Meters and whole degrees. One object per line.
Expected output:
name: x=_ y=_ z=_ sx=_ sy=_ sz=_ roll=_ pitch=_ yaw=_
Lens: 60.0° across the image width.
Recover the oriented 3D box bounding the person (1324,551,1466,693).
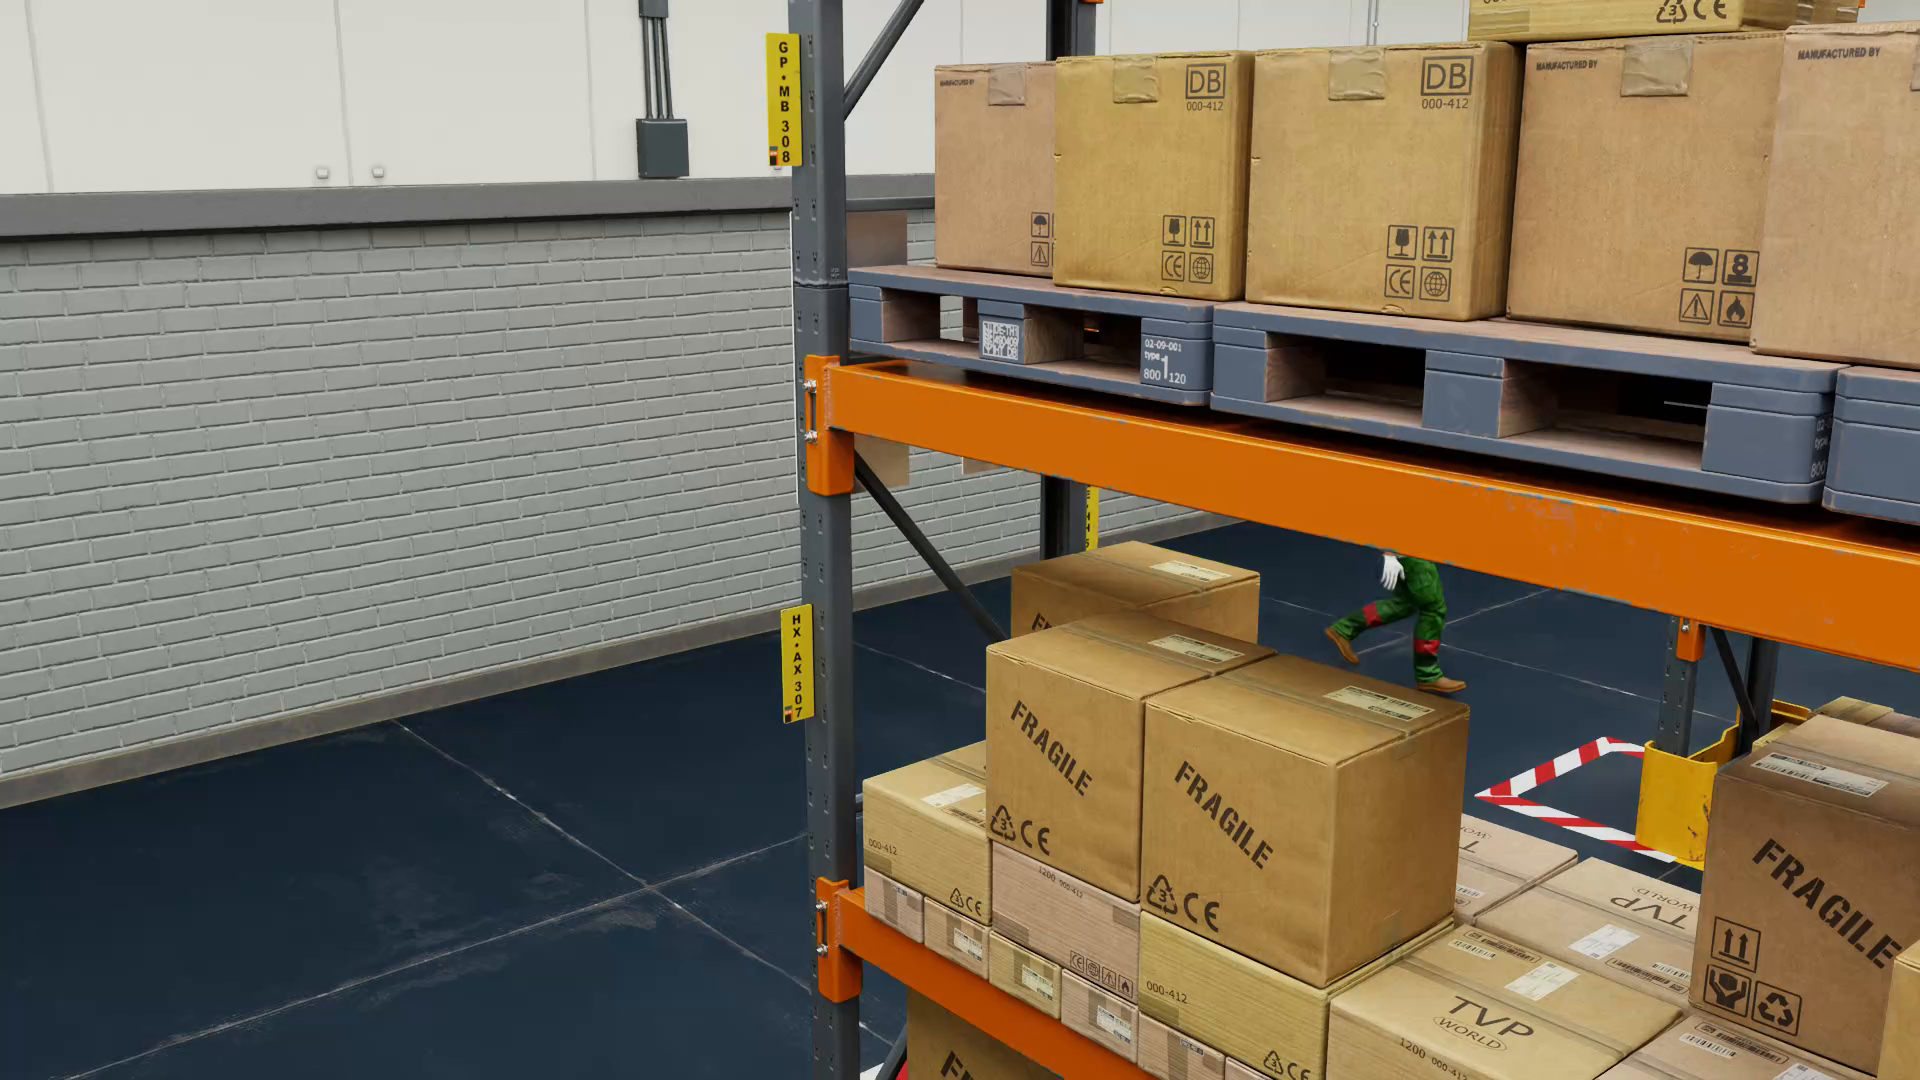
person: x=2.711 y=0.052 z=10.226 sx=0.892 sy=1.756 sz=0.574 roll=5 pitch=15 yaw=18
